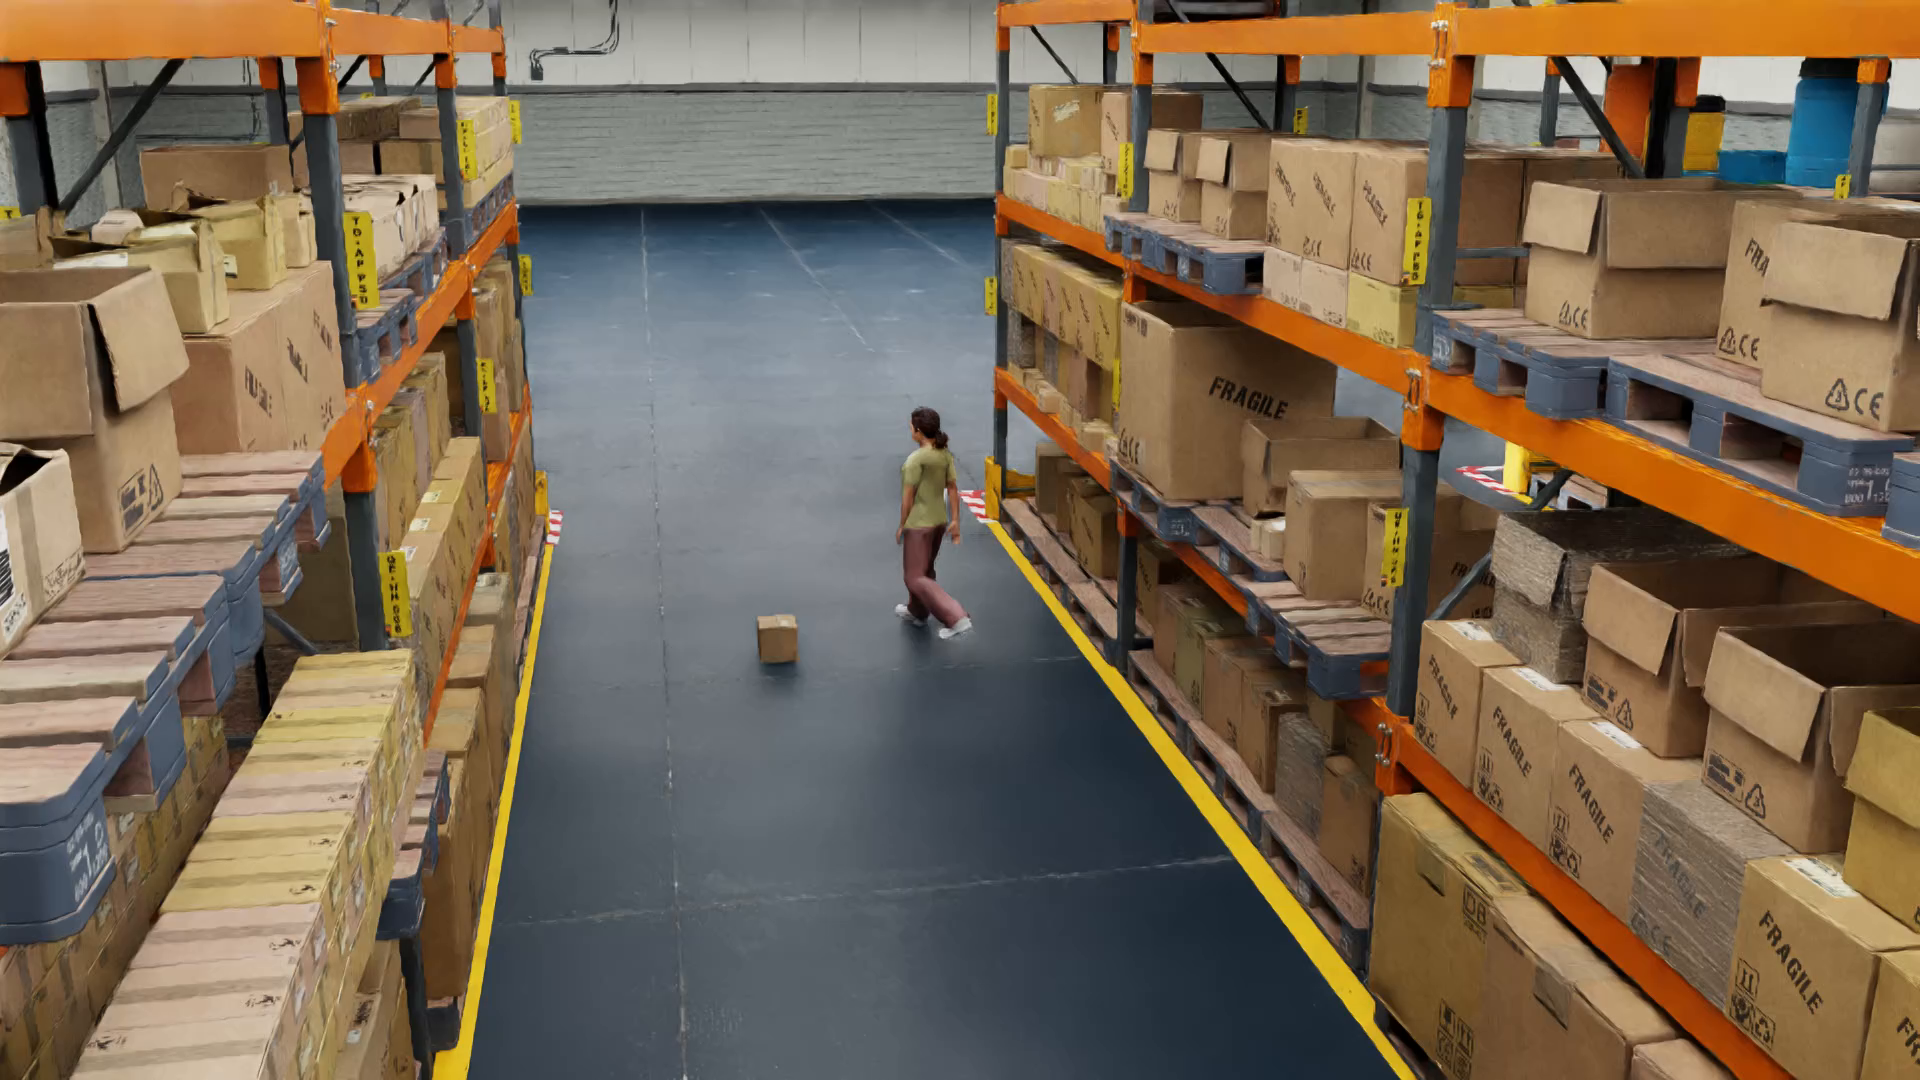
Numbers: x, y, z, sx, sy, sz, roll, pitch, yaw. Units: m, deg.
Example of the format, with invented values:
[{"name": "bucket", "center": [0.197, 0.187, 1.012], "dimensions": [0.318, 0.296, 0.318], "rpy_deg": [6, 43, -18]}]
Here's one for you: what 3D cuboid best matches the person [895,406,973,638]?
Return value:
[{"name": "person", "center": [-0.203, -0.105, 11.442], "dimensions": [0.895, 1.620, 0.528], "rpy_deg": [10, 19, 30]}]
